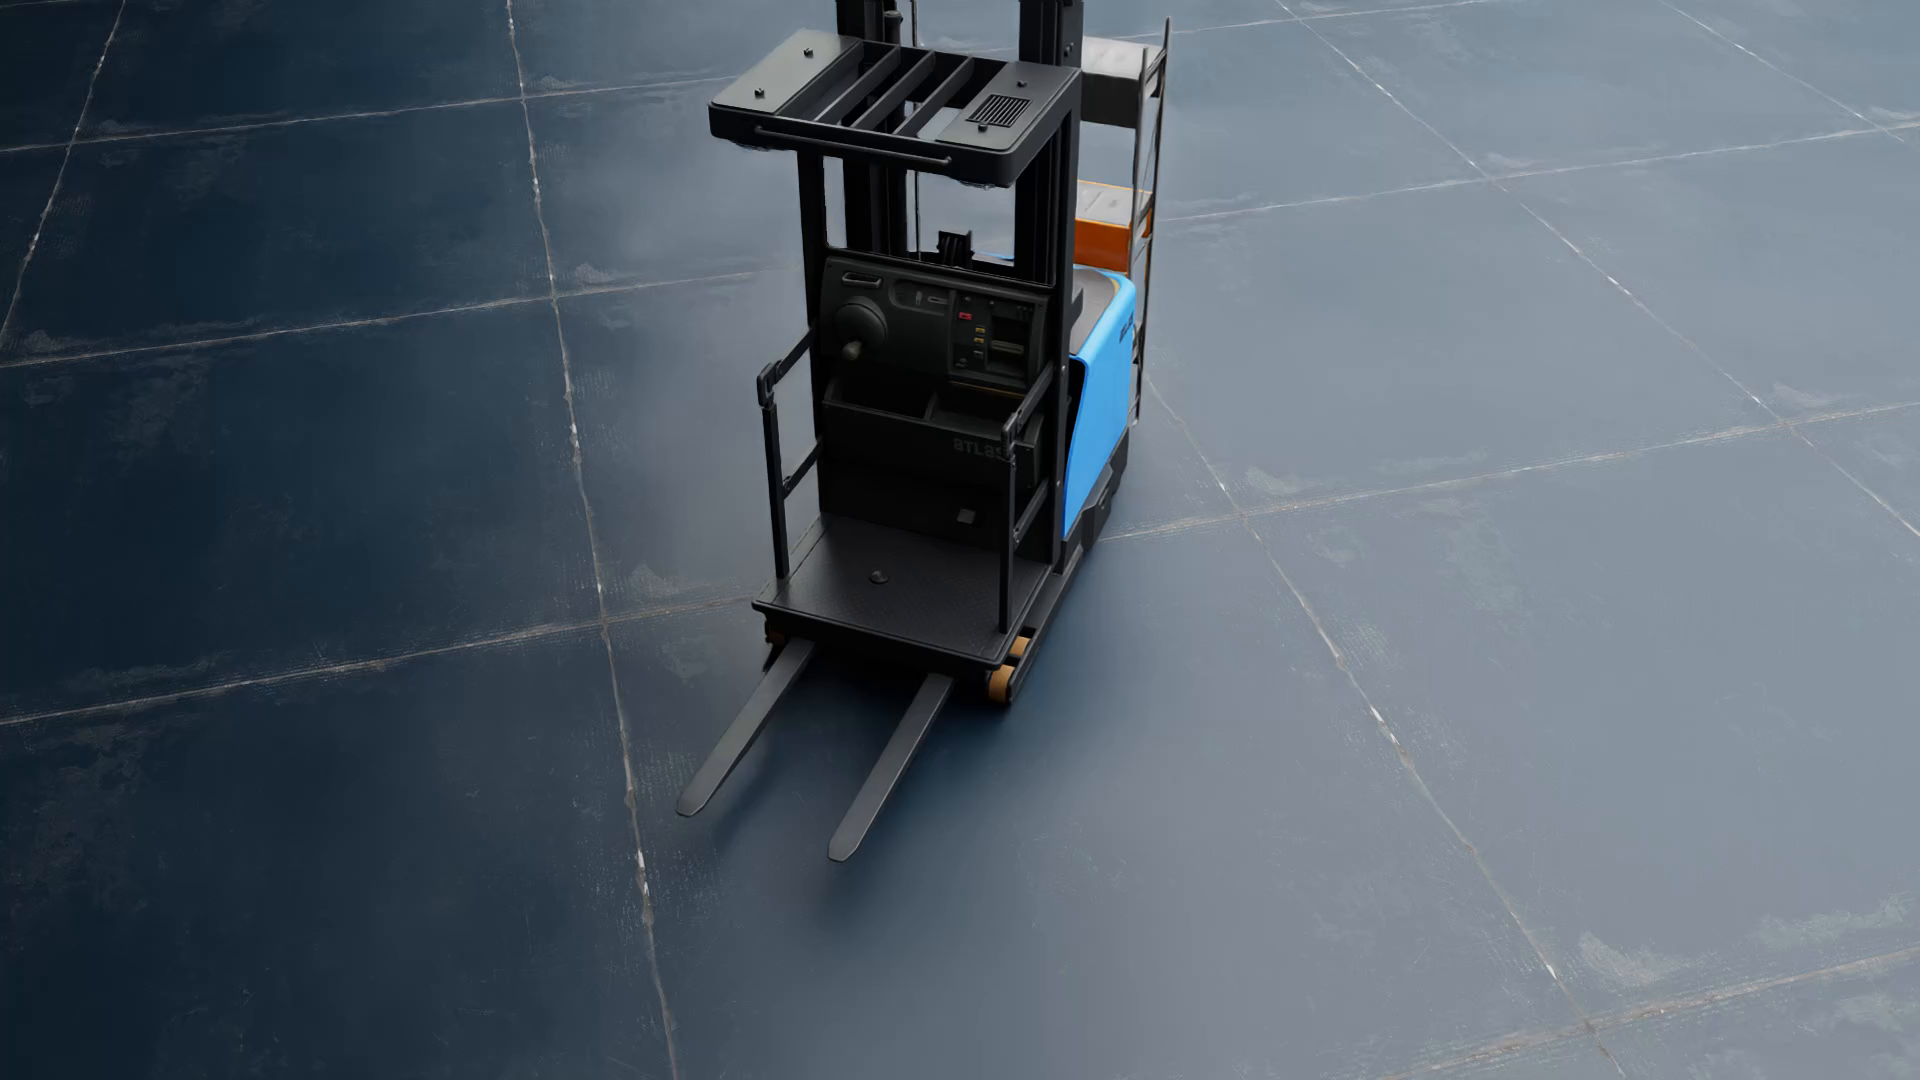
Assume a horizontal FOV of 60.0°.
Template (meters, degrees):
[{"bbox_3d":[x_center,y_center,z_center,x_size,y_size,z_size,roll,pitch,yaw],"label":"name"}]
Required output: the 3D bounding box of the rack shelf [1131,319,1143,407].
[{"bbox_3d":[0.621,-0.837,8.290,0.480,0.518,0.431,13,39,17],"label":"rack shelf"}]

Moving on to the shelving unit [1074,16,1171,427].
[{"bbox_3d":[0.621,-1.404,7.857,0.503,2.100,0.431,13,39,17],"label":"shelving unit"}]

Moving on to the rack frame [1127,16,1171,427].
[{"bbox_3d":[0.849,-1.351,7.787,0.015,2.100,0.400,13,39,17],"label":"rack frame"}]

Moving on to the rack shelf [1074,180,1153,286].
[{"bbox_3d":[0.621,-1.393,7.865,0.480,0.518,0.431,13,39,17],"label":"rack shelf"}]

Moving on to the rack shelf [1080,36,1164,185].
[{"bbox_3d":[0.621,-1.949,7.440,0.480,0.518,0.431,13,39,17],"label":"rack shelf"}]

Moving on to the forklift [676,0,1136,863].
[{"bbox_3d":[-0.187,-0.776,6.352,1.130,2.935,3.031,13,39,17],"label":"forklift"}]
